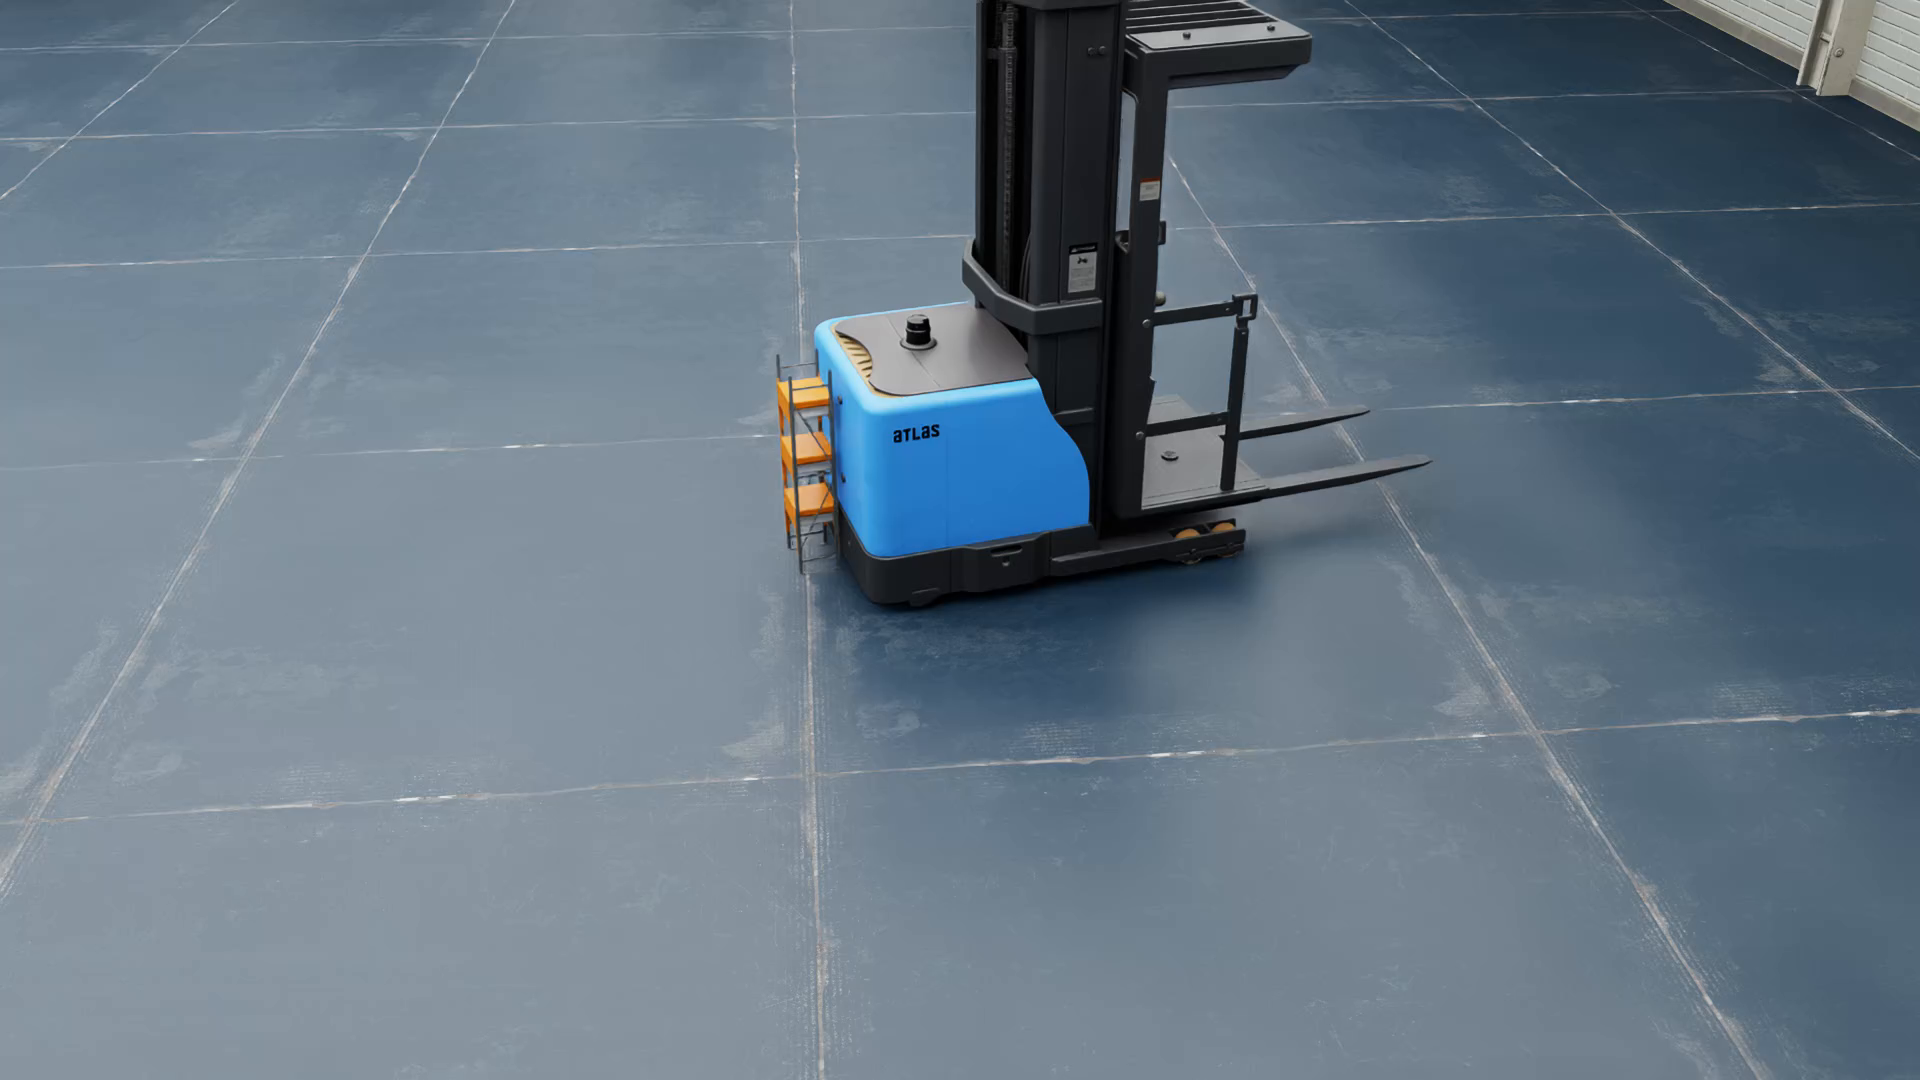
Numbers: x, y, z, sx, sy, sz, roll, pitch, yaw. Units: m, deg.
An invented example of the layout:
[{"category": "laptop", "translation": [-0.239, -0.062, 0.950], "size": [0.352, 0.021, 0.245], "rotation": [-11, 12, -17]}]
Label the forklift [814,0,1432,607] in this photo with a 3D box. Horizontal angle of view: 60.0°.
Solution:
[{"category": "forklift", "translation": [0.870, -1.389, 7.716], "size": [3.031, 2.935, 1.130], "rotation": [-10, 32, -16]}]

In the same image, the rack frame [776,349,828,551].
[{"category": "rack frame", "translation": [-0.750, -0.417, 7.923], "size": [0.200, 1.050, 0.008], "rotation": [-10, 32, -16]}]

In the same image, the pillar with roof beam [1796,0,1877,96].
[{"category": "pillar with roof beam", "translation": [3.559, -7.755, 12.458], "size": [9.100, 9.000, 0.400], "rotation": [-3, 31, -5]}]

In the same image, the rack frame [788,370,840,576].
[{"category": "rack frame", "translation": [-0.673, -0.298, 7.725], "size": [0.200, 1.050, 0.008], "rotation": [-10, 32, -16]}]

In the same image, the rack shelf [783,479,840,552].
[{"category": "rack shelf", "translation": [-0.712, -0.109, 7.972], "size": [0.215, 0.259, 0.240], "rotation": [-10, 32, -16]}]

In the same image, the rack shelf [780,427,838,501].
[{"category": "rack shelf", "translation": [-0.712, -0.348, 7.829], "size": [0.215, 0.259, 0.240], "rotation": [-10, 32, -16]}]

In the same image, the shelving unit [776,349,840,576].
[{"category": "shelving unit", "translation": [-0.712, -0.357, 7.824], "size": [0.215, 1.050, 0.252], "rotation": [-10, 32, -16]}]

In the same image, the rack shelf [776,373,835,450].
[{"category": "rack shelf", "translation": [-0.712, -0.592, 7.684], "size": [0.215, 0.259, 0.240], "rotation": [-10, 32, -16]}]
